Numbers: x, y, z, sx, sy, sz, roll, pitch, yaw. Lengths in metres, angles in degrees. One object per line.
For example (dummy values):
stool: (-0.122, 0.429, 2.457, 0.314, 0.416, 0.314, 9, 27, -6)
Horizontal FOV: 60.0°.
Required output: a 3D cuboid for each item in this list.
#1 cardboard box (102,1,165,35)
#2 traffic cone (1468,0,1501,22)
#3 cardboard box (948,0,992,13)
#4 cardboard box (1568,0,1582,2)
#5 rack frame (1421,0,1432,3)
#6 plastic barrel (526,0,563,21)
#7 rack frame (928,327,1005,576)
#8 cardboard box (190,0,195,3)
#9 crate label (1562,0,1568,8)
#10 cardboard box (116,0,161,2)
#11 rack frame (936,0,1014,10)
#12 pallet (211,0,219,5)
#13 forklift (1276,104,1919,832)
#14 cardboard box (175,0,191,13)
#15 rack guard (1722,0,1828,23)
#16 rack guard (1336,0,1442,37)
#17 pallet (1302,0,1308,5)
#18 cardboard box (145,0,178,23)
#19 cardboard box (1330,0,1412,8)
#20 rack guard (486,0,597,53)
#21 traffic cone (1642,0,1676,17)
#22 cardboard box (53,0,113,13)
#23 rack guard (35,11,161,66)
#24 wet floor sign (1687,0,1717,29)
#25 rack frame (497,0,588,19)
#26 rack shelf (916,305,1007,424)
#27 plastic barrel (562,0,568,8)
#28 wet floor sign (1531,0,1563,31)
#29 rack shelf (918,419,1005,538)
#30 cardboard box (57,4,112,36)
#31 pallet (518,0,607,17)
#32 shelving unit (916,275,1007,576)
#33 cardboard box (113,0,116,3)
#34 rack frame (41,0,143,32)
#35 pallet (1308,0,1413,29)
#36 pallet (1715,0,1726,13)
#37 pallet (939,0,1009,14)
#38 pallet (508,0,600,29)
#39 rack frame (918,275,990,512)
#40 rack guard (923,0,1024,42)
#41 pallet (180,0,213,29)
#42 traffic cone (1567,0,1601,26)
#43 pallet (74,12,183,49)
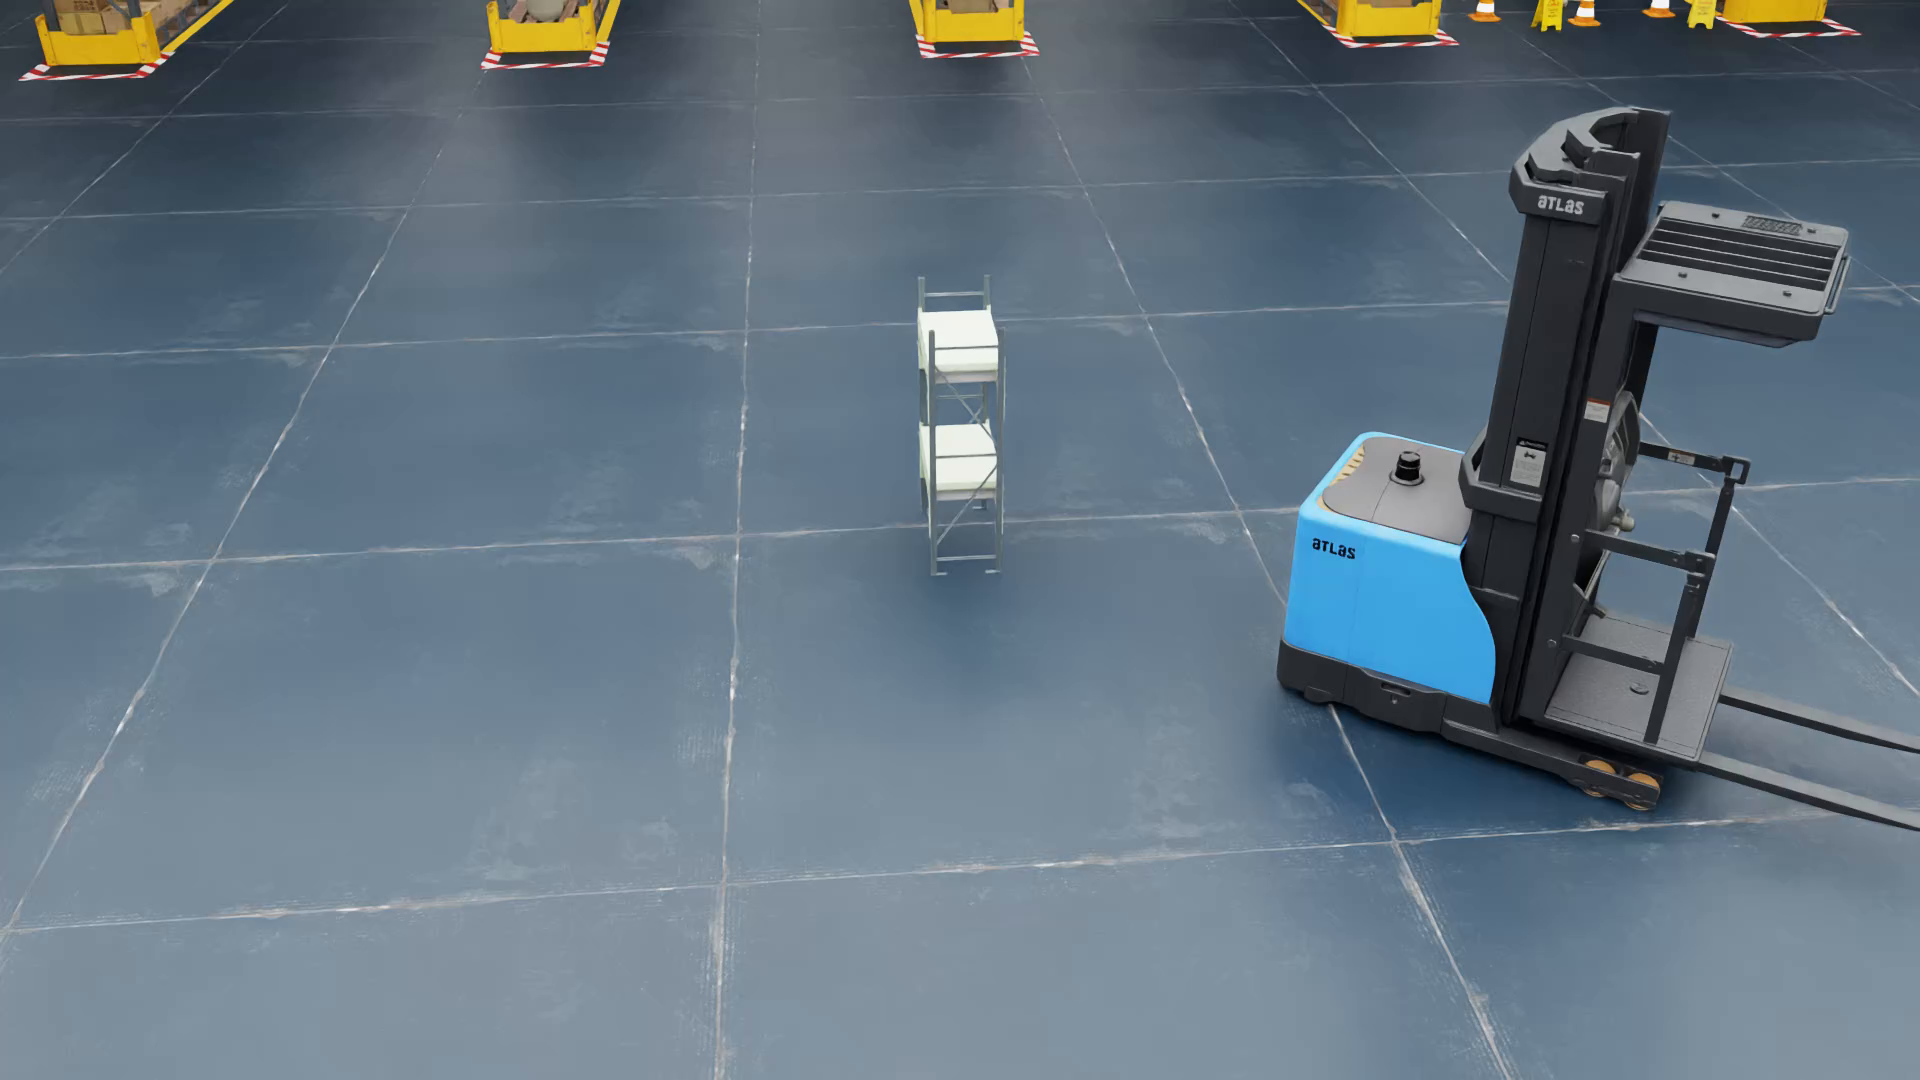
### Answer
cardboard box: (-9.527, -6.021, 19.176, 0.500, 0.250, 0.500, -3, 31, -5)
traffic cone: (6.477, -6.645, 20.424, 0.336, 0.463, 0.334, -3, 31, -5)
cardboard box: (0.123, -6.636, 19.962, 0.500, 0.500, 0.500, 3, 31, 5)
cardboard box: (7.898, -7.032, 21.378, 0.380, 0.149, 0.250, 13, 33, 21)
rack frame: (5.113, -7.395, 19.205, 1.000, 3.000, 0.127, -3, 31, -5)
plastic barrel: (-4.904, -6.416, 19.583, 0.421, 0.512, 0.421, 0, 31, 0)
rack frame: (0.035, -0.454, 9.047, 0.400, 1.500, 0.023, -3, 31, -5)
cardboard box: (-9.665, -6.786, 20.459, 0.500, 0.250, 0.500, -3, 31, -5)
crate label: (7.499, -6.784, 20.974, 0.250, 0.136, 0.298, -20, 36, -30)
cardboard box: (-9.576, -6.598, 19.411, 0.500, 0.500, 0.500, -3, 31, -5)
rack frame: (0.165, -7.209, 18.894, 1.000, 3.000, 0.127, -3, 31, -5)
pallet: (-10.040, -7.173, 21.554, 1.003, 0.211, 1.213, -3, 31, -5)
forklift: (3.142, -0.325, 7.437, 3.031, 2.935, 1.130, 17, 35, 25)
cardboard box: (-9.624, -6.531, 20.031, 0.500, 0.250, 0.500, -3, 31, -5)
rack guard: (10.025, -6.649, 20.395, 1.175, 0.500, 0.348, -3, 31, -5)
rack guard: (5.115, -6.310, 19.826, 1.175, 0.500, 0.348, -3, 31, -5)
pallet: (4.849, -7.224, 21.638, 1.003, 0.211, 1.213, -3, 31, -5)
cardboard box: (-9.577, -6.276, 19.603, 0.500, 0.250, 0.500, -3, 31, -5)
cardboard box: (4.984, -7.006, 20.217, 0.875, 0.875, 0.875, -3, 31, -4)
rack guard: (-4.820, -5.935, 19.199, 1.175, 0.500, 0.348, -3, 31, -5)
traffic cone: (8.707, -6.752, 20.604, 0.336, 0.463, 0.334, -3, 31, -5)
cardboard box: (-10.045, -6.318, 18.942, 0.500, 0.500, 0.500, -3, 31, -5)
rack guard: (-9.696, -5.651, 18.723, 1.175, 0.500, 0.348, -3, 31, -5)
wet floor sign: (8.984, -6.525, 20.044, 0.267, 0.644, 0.232, 8, 32, 13)
rack frame: (-4.766, -6.972, 18.497, 1.000, 3.000, 0.127, -3, 31, -5)
rack shelf: (0.001, -0.976, 9.160, 0.431, 0.370, 0.720, -3, 31, -5)
plastic barrel: (-4.951, -6.672, 20.012, 0.421, 0.512, 0.421, 0, 31, 0)
wet floor sign: (7.087, -6.464, 19.943, 0.267, 0.644, 0.232, -8, 32, -13)
rack shelf: (0.001, -0.361, 9.527, 0.431, 0.370, 0.720, -3, 31, -5)
cardboard box: (-10.043, -5.996, 19.135, 0.500, 0.250, 0.500, -3, 31, -5)
pallet: (-5.002, -6.848, 21.008, 1.003, 0.211, 1.213, -3, 31, -5)
shelving unit: (0.001, -0.640, 9.360, 0.431, 1.500, 0.755, -3, 31, -5)
cardboard box: (-10.101, -6.250, 19.561, 0.500, 0.250, 0.500, -3, 31, -5)
rack frame: (-9.698, -6.736, 18.103, 1.000, 3.000, 0.127, -3, 31, -5)
pallet: (4.960, -6.602, 20.598, 1.003, 0.211, 1.213, -3, 31, -5)
pallet: (9.984, -6.942, 21.166, 1.003, 0.211, 1.213, -3, 31, -5)
pallet: (0.117, -6.467, 20.371, 1.003, 0.211, 1.213, -3, 31, -5)
pallet: (-4.891, -6.226, 19.968, 1.003, 0.211, 1.213, -3, 31, -5)
rack frame: (-0.034, -0.827, 9.673, 0.400, 1.500, 0.023, -3, 31, -5)
rack guard: (0.158, -6.175, 19.600, 1.175, 0.500, 0.348, -3, 31, -5)
pallet: (-9.922, -6.549, 20.508, 1.003, 0.211, 1.213, -3, 31, -5)
traffic cone: (7.634, -6.526, 20.224, 0.336, 0.463, 0.334, -3, 31, -5)
pallet: (-9.812, -5.928, 19.468, 1.003, 0.211, 1.213, -3, 31, -5)
